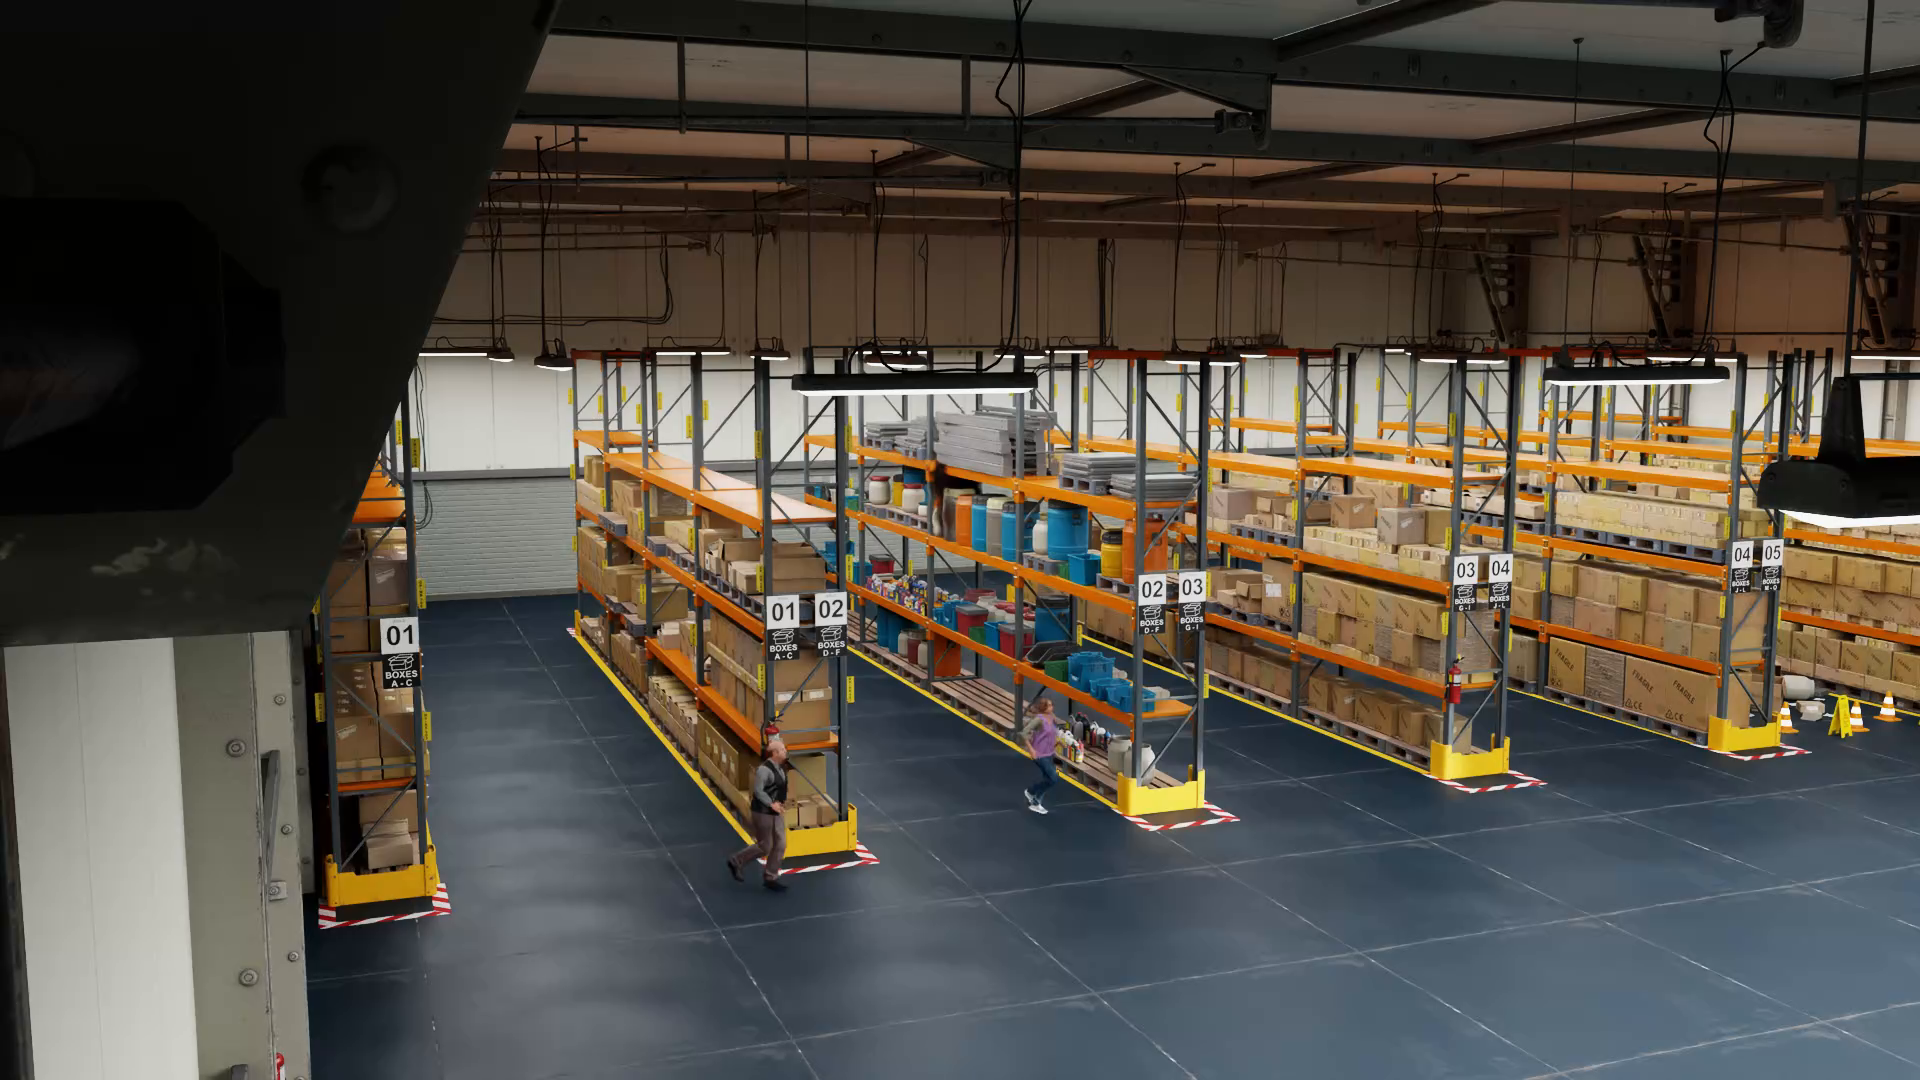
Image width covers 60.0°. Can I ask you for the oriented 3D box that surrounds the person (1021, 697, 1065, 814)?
[{"bbox_3d":[1.121,2.851,21.915,0.544,1.564,0.551,4,8,29],"label":"person"}]

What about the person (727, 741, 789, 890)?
[{"bbox_3d":[-2.267,3.134,19.140,0.745,1.694,0.665,3,8,21],"label":"person"}]
